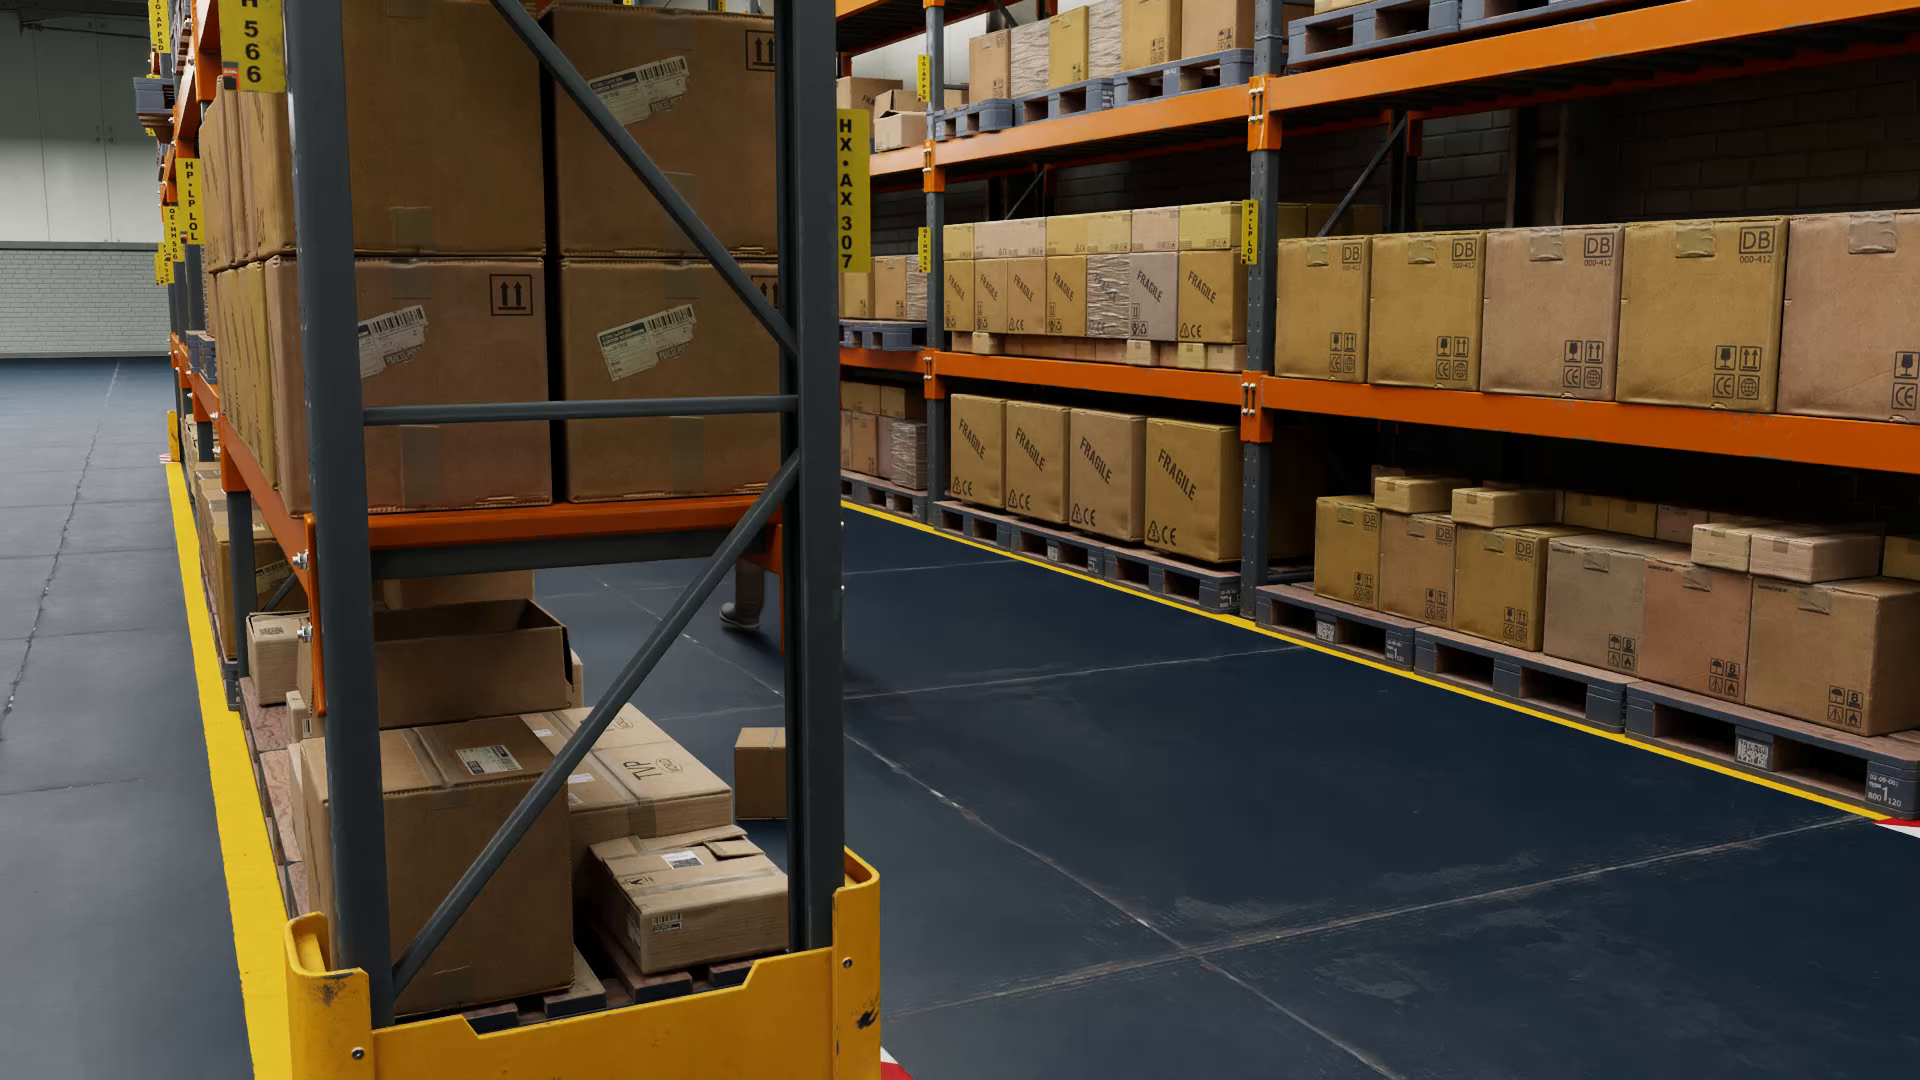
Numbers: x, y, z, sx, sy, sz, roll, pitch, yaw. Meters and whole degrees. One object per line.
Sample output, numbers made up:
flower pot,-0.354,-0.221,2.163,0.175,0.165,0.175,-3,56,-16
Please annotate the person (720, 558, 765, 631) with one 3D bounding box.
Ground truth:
person,-0.898,-0.339,8.218,0.569,1.671,1.056,-3,9,-20
